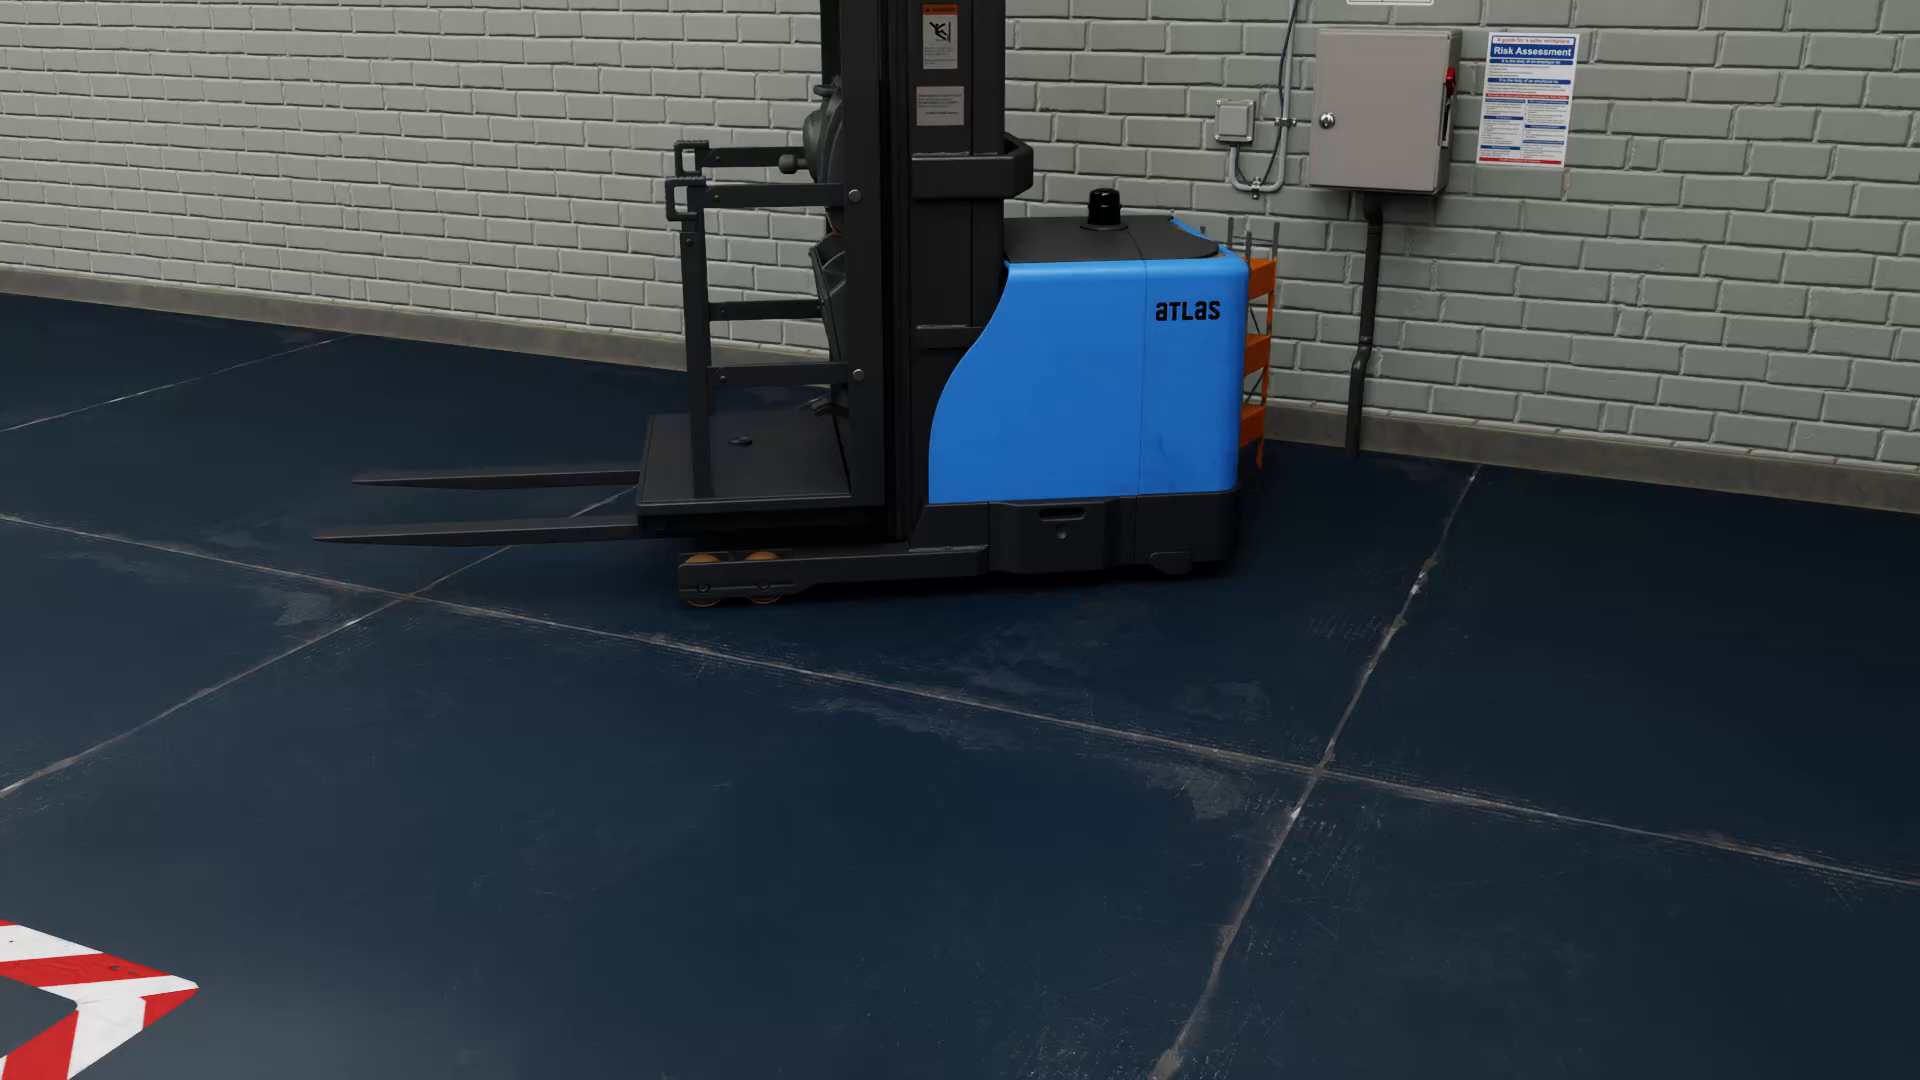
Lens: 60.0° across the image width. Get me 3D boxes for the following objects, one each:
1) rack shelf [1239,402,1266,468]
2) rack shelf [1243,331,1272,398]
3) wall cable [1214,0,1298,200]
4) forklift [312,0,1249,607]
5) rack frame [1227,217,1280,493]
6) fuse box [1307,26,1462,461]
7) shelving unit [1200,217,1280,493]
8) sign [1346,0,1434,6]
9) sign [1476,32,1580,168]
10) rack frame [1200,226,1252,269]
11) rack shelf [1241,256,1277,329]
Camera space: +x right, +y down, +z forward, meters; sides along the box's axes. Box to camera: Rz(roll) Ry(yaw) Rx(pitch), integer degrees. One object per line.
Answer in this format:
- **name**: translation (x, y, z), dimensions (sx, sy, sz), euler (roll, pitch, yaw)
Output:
- **rack shelf**: translation (1.016, -0.389, 6.348), dimensions (0.215, 0.259, 0.240), euler (13, 24, 31)
- **rack shelf**: translation (1.018, -0.649, 6.251), dimensions (0.215, 0.259, 0.240), euler (13, 24, 31)
- **wall cable**: translation (1.081, -2.358, 6.606), dimensions (0.588, 1.984, 0.122), euler (9, 21, 23)
- **forklift**: translation (-0.617, -1.353, 5.400), dimensions (3.031, 2.935, 1.130), euler (-3, 20, -7)
- **rack frame**: translation (1.085, -0.694, 6.343), dimensions (0.200, 1.050, 0.008), euler (13, 24, 31)
- **fuse box**: translation (1.639, -1.131, 6.594), dimensions (0.539, 1.711, 0.414), euler (9, 21, 23)
- **shelving unit**: translation (1.018, -0.659, 6.247), dimensions (0.215, 1.050, 0.252), euler (13, 24, 31)
- **sign**: translation (1.673, -2.198, 6.439), dimensions (0.339, 0.242, 0.001), euler (9, 21, 23)
- **sign**: translation (2.174, -1.688, 6.381), dimensions (0.329, 0.494, 0.001), euler (9, 21, 23)
- **rack frame**: translation (0.951, -0.624, 6.151), dimensions (0.200, 1.050, 0.008), euler (13, 24, 31)
- **rack shelf**: translation (1.020, -0.915, 6.152), dimensions (0.215, 0.259, 0.240), euler (13, 24, 31)
